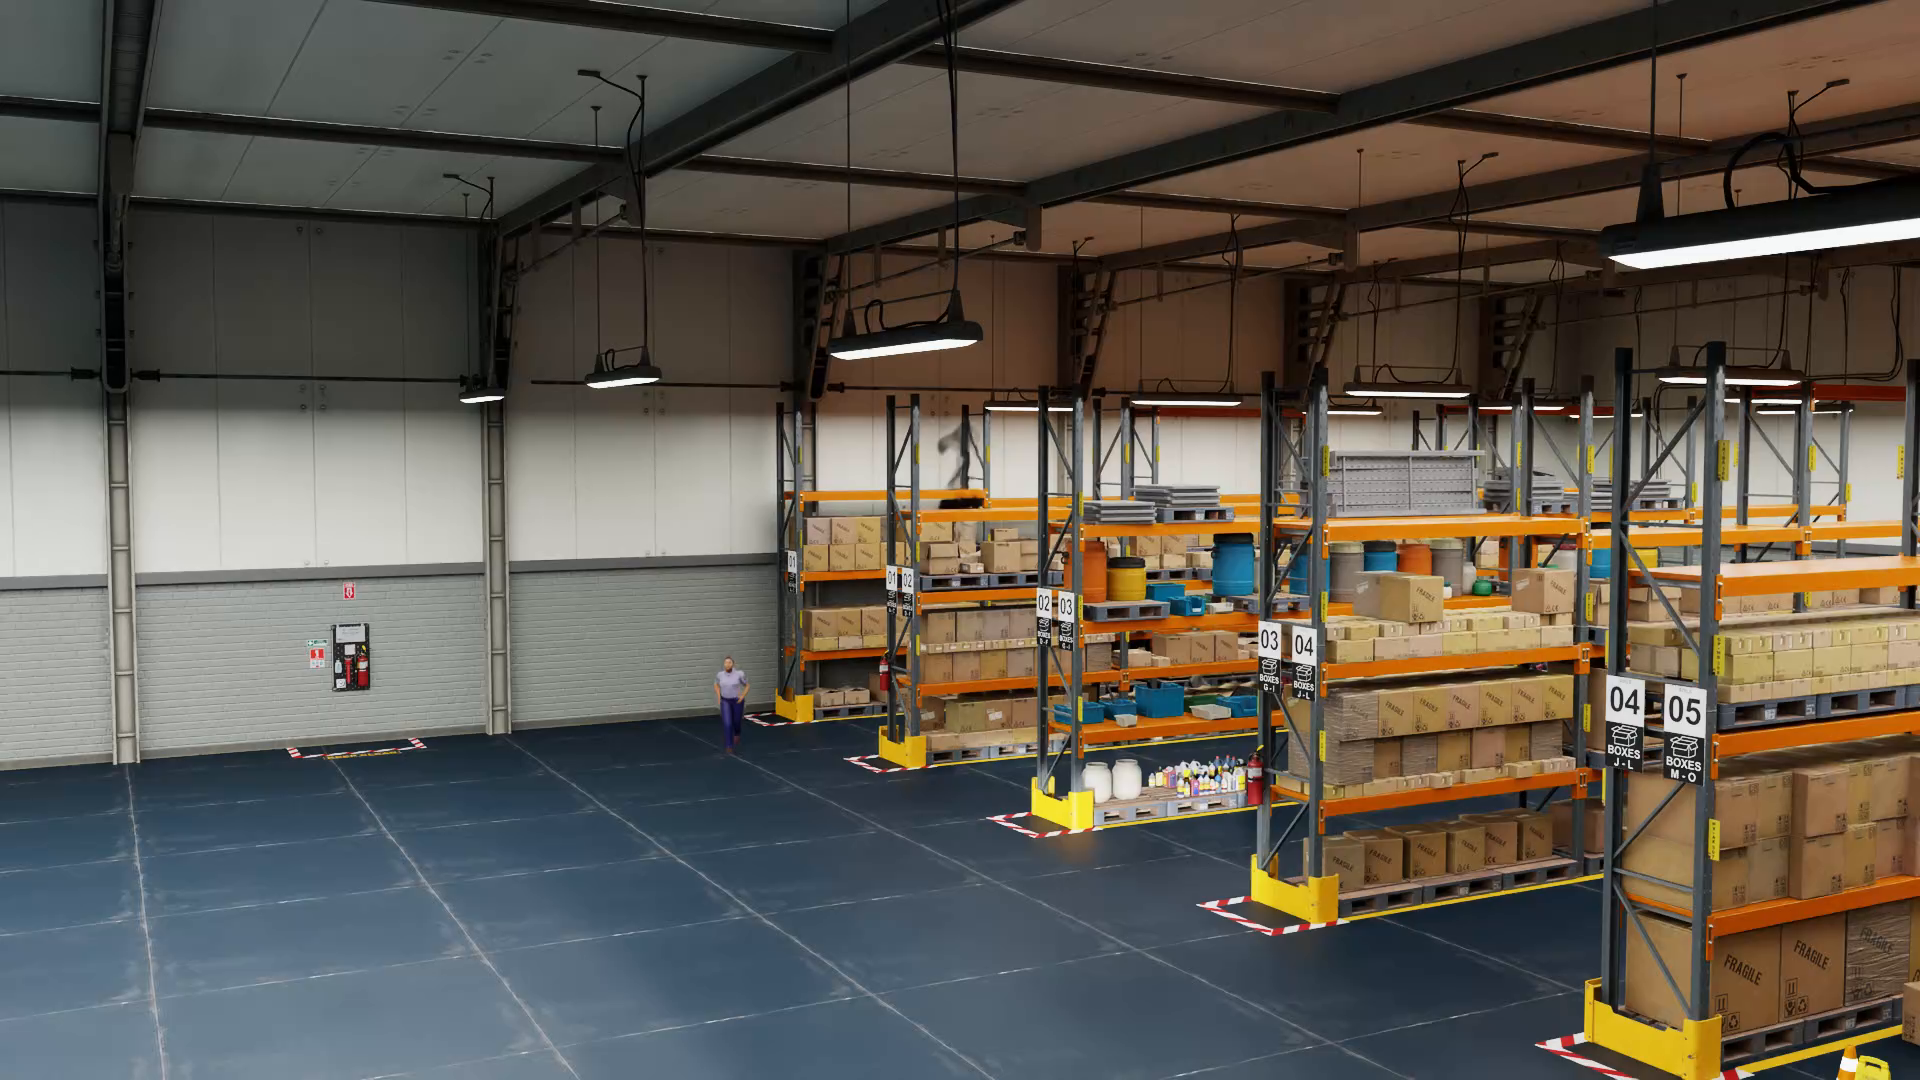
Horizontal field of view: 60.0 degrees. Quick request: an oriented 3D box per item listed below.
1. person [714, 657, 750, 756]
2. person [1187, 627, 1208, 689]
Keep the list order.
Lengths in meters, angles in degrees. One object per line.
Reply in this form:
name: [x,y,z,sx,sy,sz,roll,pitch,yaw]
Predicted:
person: [-3.858,2.778,28.096,0.581,1.658,0.728,0,3,-2]
person: [4.747,2.497,32.929,0.838,1.729,0.587,-2,4,-37]
